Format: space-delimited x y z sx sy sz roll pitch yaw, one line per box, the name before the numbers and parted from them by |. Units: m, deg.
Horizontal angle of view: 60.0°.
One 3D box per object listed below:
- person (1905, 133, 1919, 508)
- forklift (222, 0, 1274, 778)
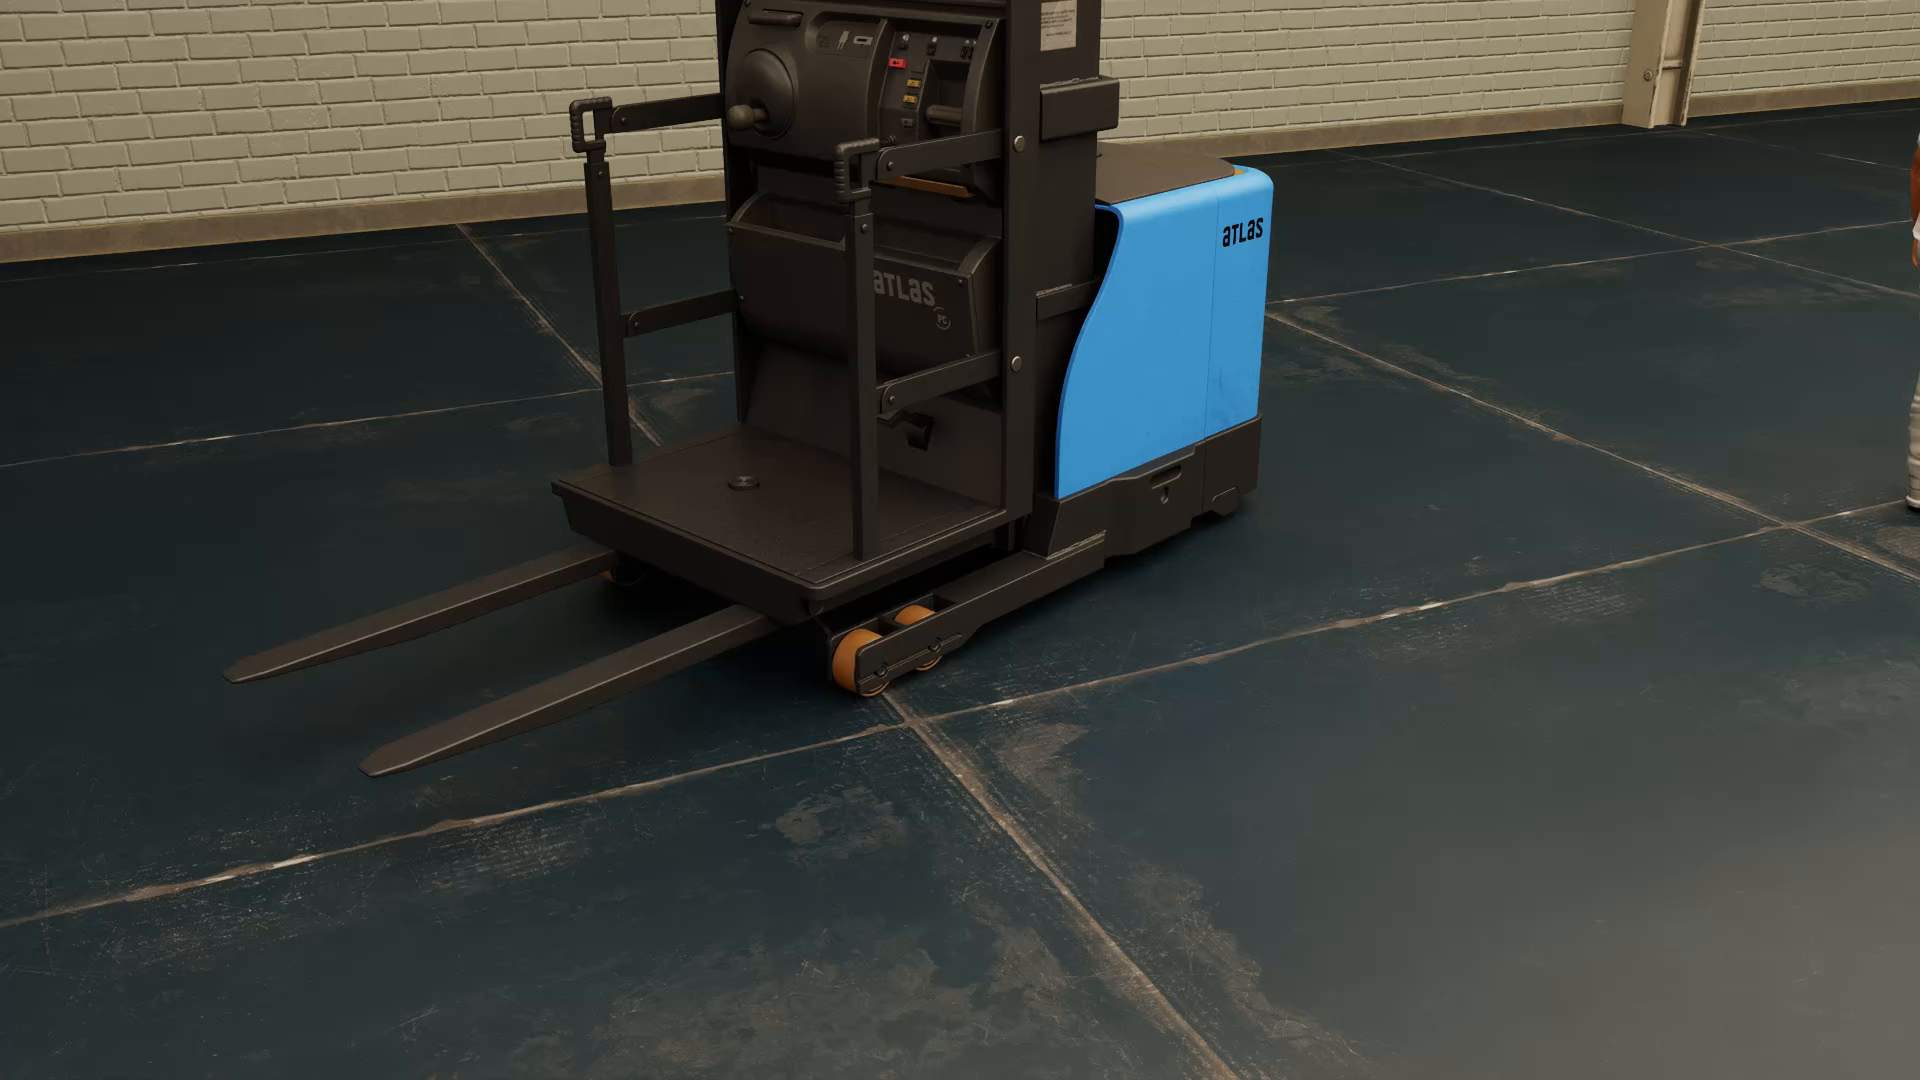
person | 3.191 -0.876 5.023 0.529 1.671 0.599 -12 26 -28
forklift | -0.413 -1.182 4.131 1.130 2.935 3.031 19 29 39
